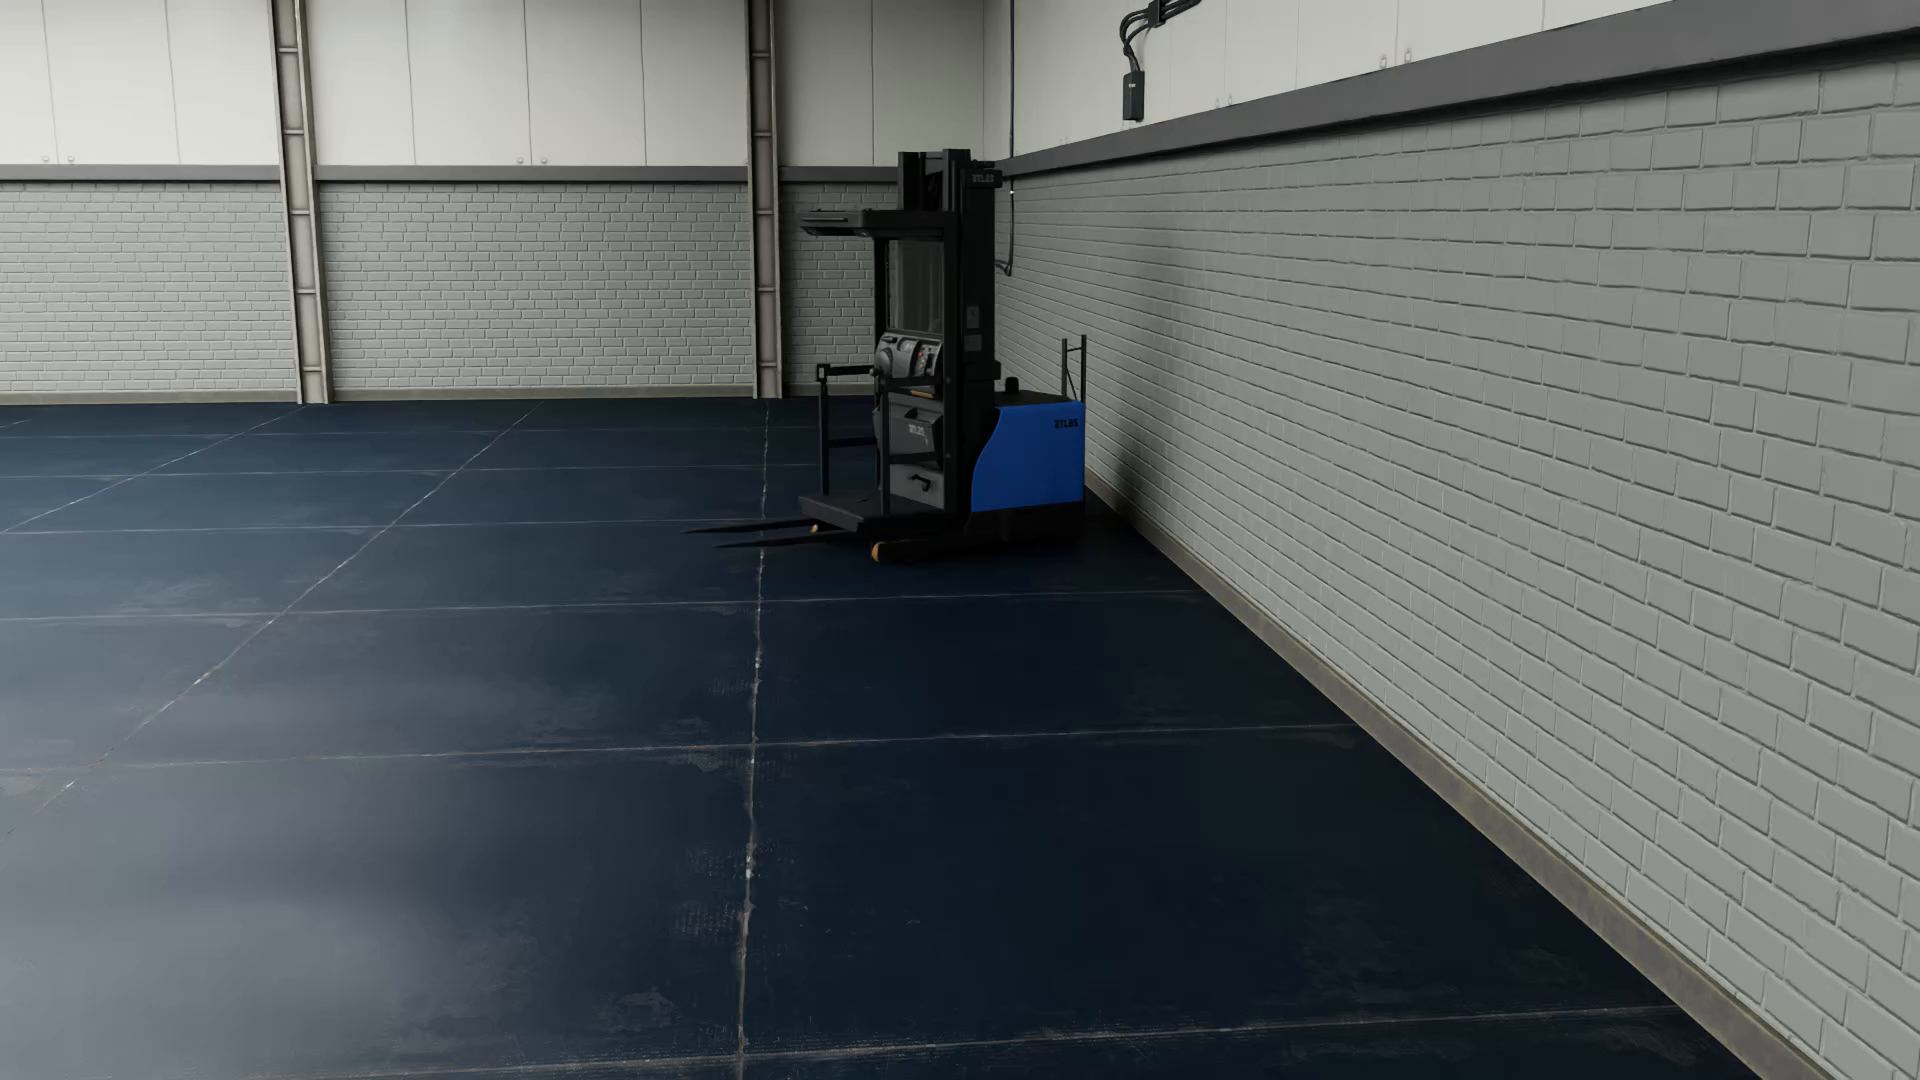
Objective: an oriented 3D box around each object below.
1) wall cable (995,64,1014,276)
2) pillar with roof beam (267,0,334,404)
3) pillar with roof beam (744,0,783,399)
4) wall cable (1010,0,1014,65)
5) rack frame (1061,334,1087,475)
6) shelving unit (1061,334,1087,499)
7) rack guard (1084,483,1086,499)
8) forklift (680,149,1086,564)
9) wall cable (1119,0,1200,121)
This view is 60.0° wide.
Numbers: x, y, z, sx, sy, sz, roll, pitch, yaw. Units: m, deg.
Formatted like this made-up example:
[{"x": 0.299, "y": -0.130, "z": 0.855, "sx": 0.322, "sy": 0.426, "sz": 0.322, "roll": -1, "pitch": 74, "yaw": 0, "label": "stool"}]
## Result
[{"x": 0.432, "y": -4.664, "z": 21.313, "sx": 0.112, "sy": 2.526, "sz": 3.097, "roll": -1, "pitch": 11, "yaw": -6, "label": "wall cable"}, {"x": -8.139, "y": -5.429, "z": 17.156, "sx": 0.400, "sy": 9.000, "sz": 9.100, "roll": -1, "pitch": 11, "yaw": -6, "label": "pillar with roof beam"}, {"x": -2.174, "y": -5.554, "z": 17.792, "sx": 0.400, "sy": 9.000, "sz": 9.100, "roll": -1, "pitch": 11, "yaw": -6, "label": "pillar with roof beam"}, {"x": 0.724, "y": -6.623, "z": 18.187, "sx": 0.112, "sy": 2.526, "sz": 3.097, "roll": -1, "pitch": 11, "yaw": -6, "label": "wall cable"}, {"x": 0.929, "y": -0.915, "z": 13.636, "sx": 0.032, "sy": 1.500, "sz": 0.500, "roll": 5, "pitch": 12, "yaw": 24, "label": "rack frame"}, {"x": 0.456, "y": -0.956, "z": 13.843, "sx": 1.083, "sy": 1.500, "sz": 0.587, "roll": 5, "pitch": 12, "yaw": 24, "label": "shelving unit"}, {"x": 0.911, "y": -0.304, "z": 13.765, "sx": 0.087, "sy": 0.250, "sz": 0.587, "roll": 5, "pitch": 12, "yaw": 24, "label": "rack guard"}, {"x": -0.559, "y": -1.379, "z": 12.282, "sx": 3.031, "sy": 2.935, "sz": 1.130, "roll": -6, "pitch": 13, "yaw": -30, "label": "forklift"}, {"x": 1.442, "y": -6.035, "z": 11.423, "sx": 0.169, "sy": 6.003, "sz": 2.305, "roll": -1, "pitch": 11, "yaw": -6, "label": "wall cable"}]
